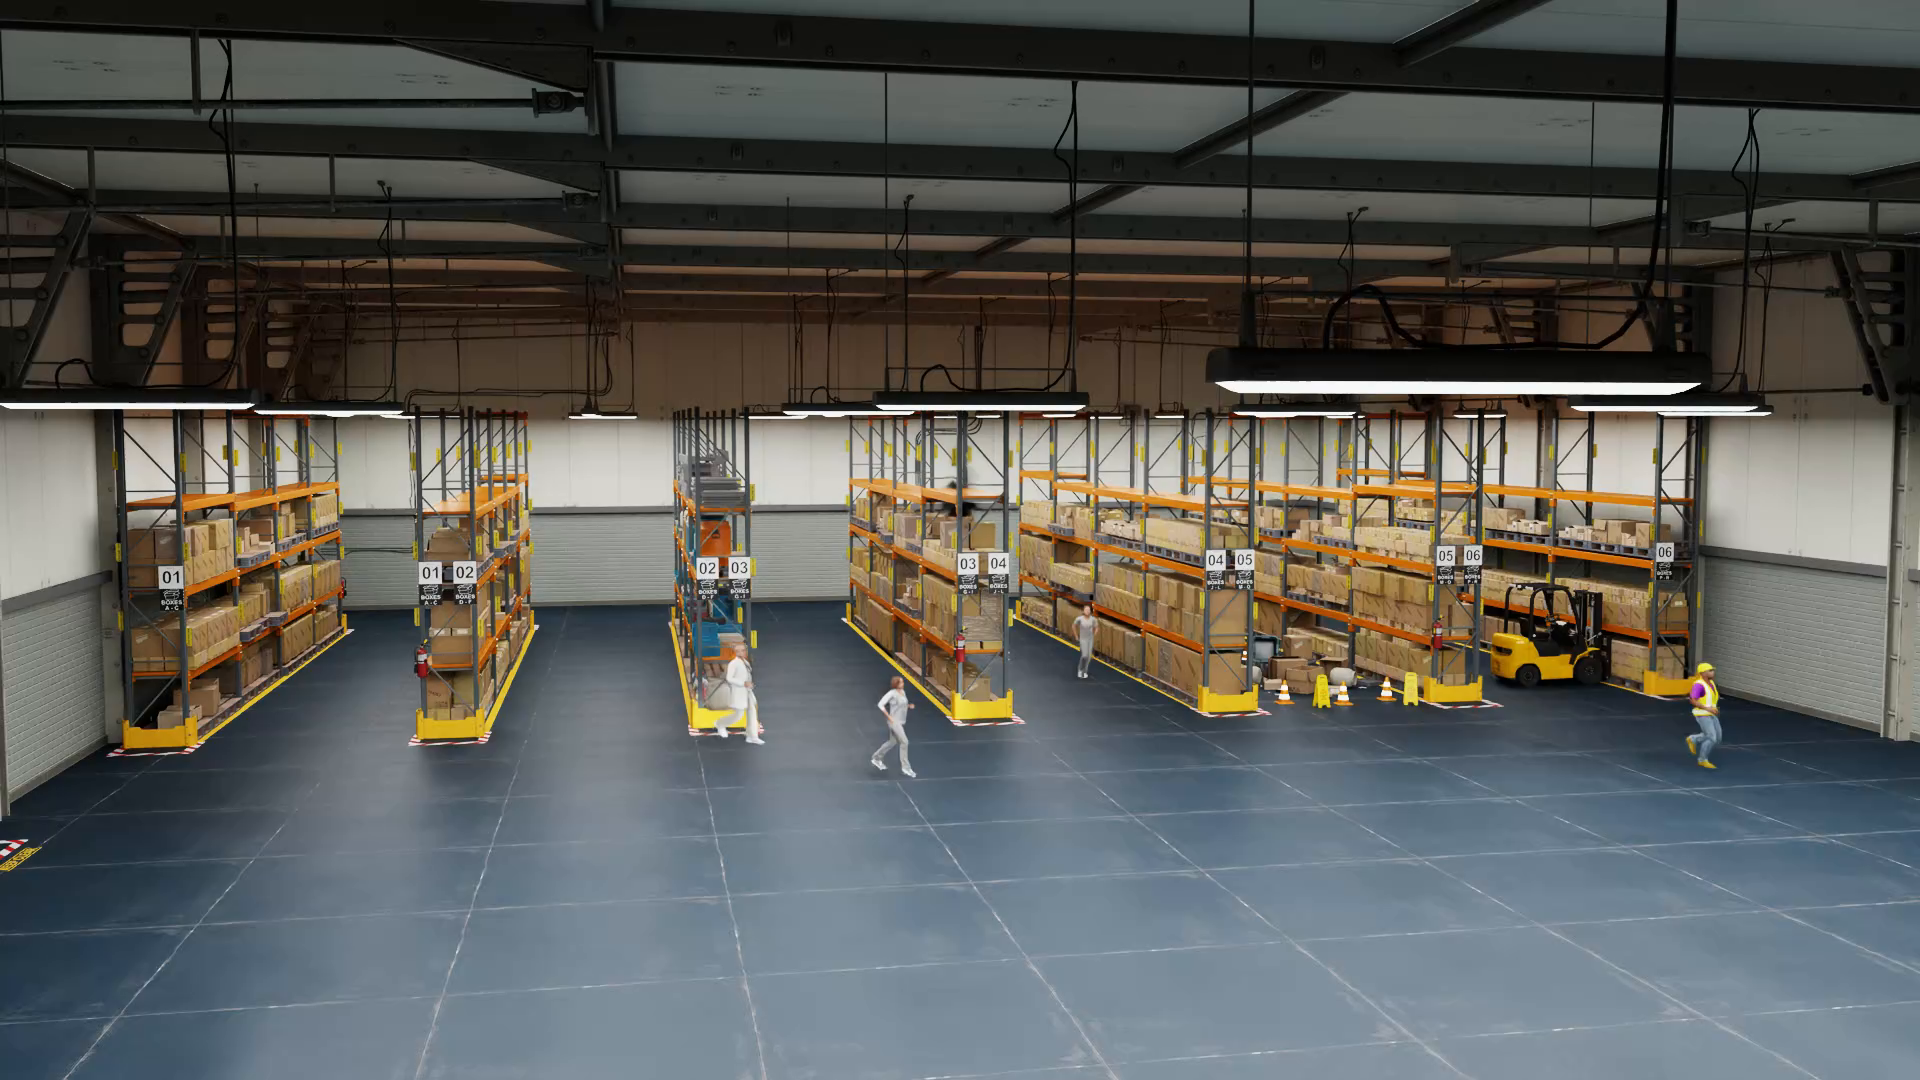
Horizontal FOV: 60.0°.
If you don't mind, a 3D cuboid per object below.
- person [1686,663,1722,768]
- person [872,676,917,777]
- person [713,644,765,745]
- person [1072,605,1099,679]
[{"bbox_3d":[12.367,2.903,27.656,0.736,1.726,0.612,-4,6,-44],"label":"person"},{"bbox_3d":[-1.060,3.003,27.004,0.792,1.629,0.519,1,4,18],"label":"person"},{"bbox_3d":[-3.917,2.738,29.556,1.000,1.774,0.726,2,4,23],"label":"person"},{"bbox_3d":[2.818,2.260,36.952,0.569,1.646,0.642,-1,4,-13],"label":"person"}]
